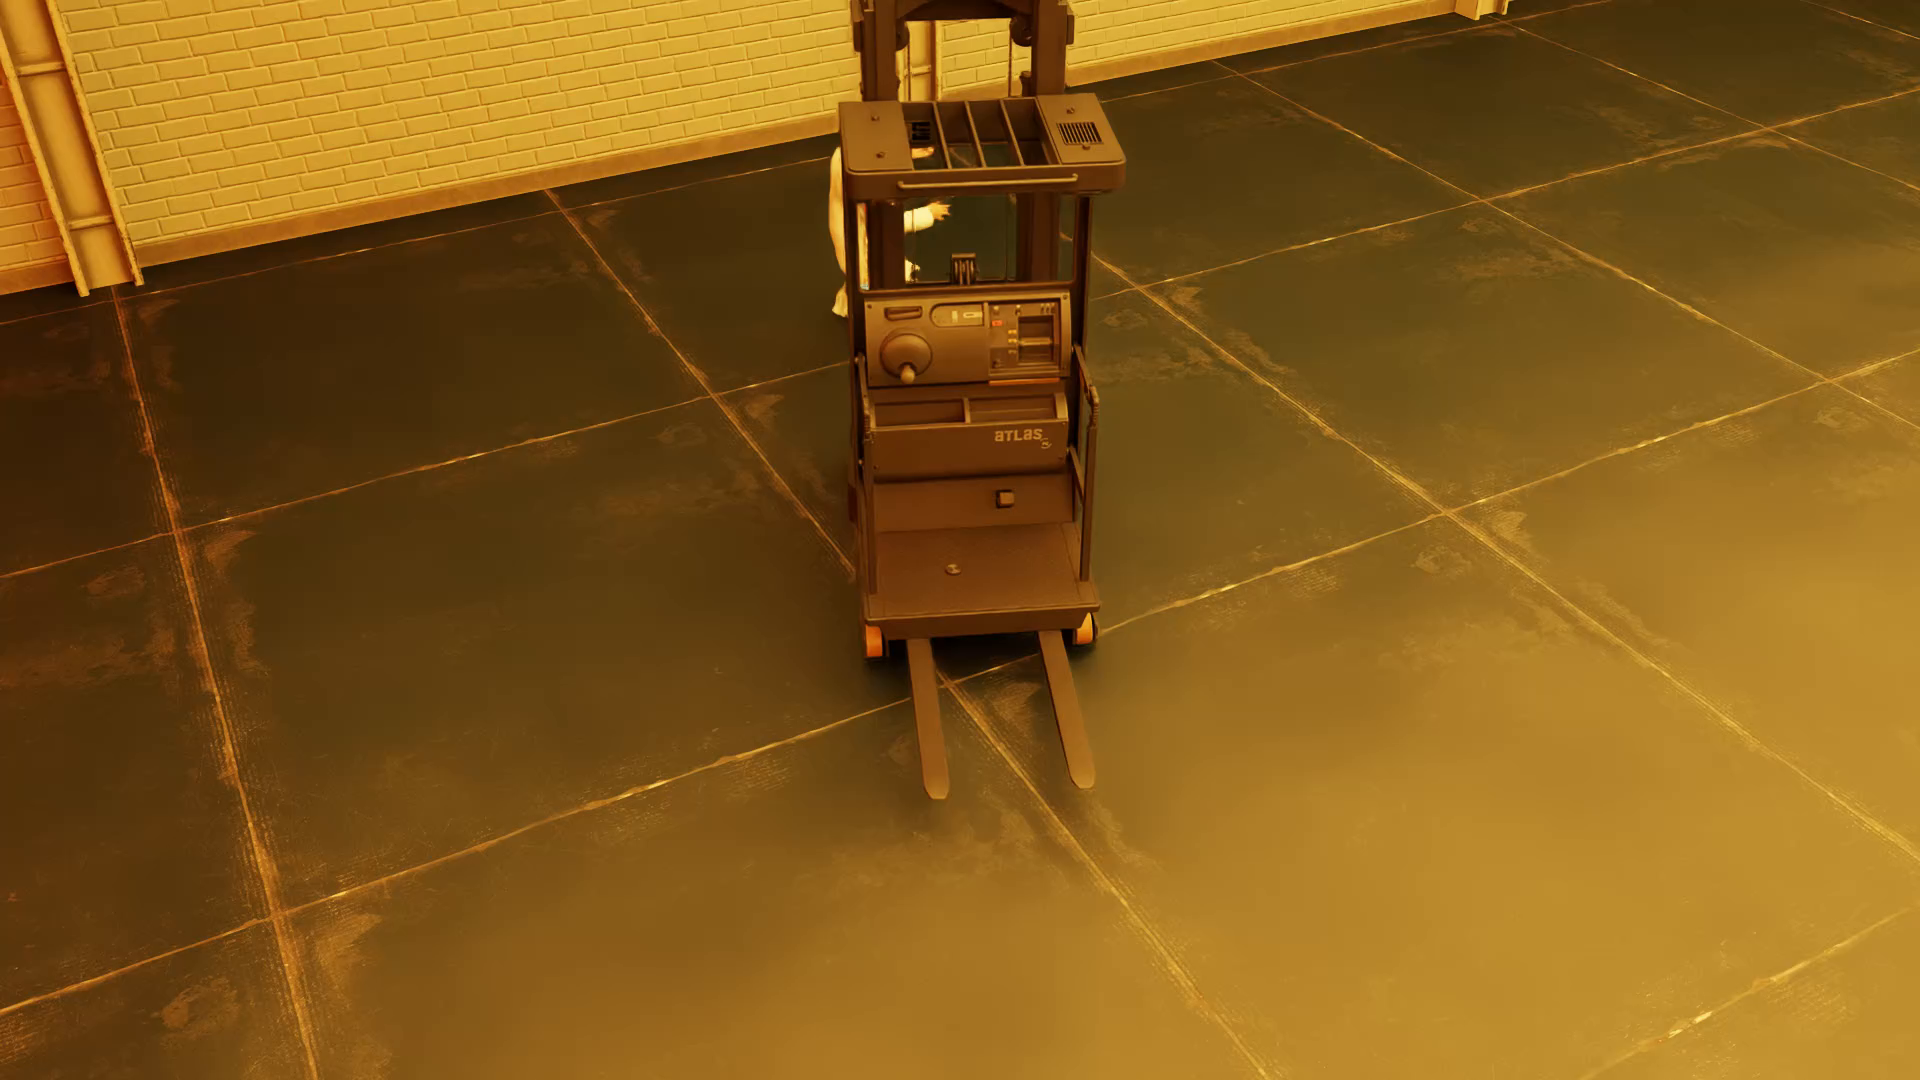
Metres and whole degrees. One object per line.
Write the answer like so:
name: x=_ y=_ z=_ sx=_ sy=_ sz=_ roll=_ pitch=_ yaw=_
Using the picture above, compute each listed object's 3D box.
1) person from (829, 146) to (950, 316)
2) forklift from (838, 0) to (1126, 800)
person: x=-0.414 y=-1.810 z=9.894 sx=0.730 sy=1.528 sz=1.272 roll=-7 pitch=36 yaw=-9
forklift: x=0.061 y=-0.846 z=7.320 sx=1.130 sy=2.935 sz=3.031 roll=-3 pitch=35 yaw=-5
